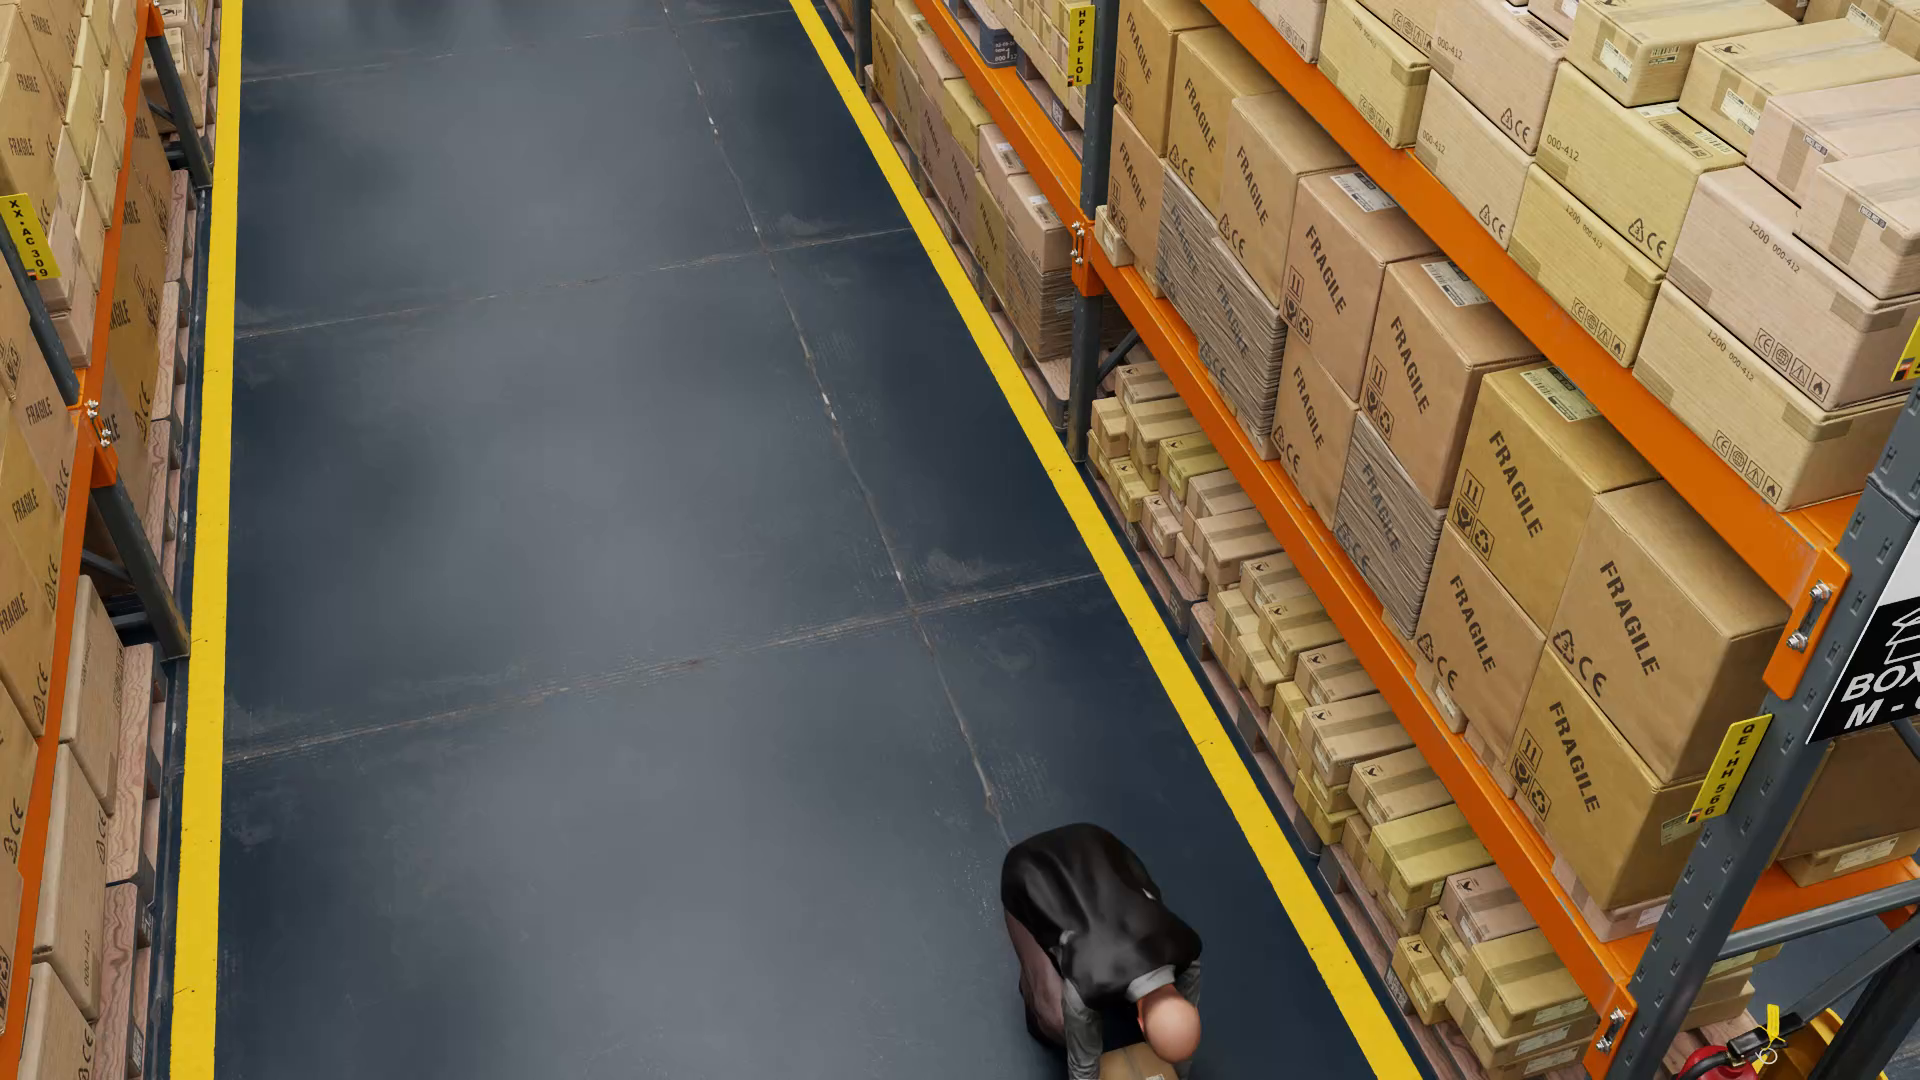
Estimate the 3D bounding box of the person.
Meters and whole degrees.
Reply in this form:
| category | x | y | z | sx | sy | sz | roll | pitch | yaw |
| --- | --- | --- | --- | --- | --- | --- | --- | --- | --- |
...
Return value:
| category | x | y | z | sx | sy | sz | roll | pitch | yaw |
| --- | --- | --- | --- | --- | --- | --- | --- | --- | --- |
| person | 0.471 | 1.362 | 5.309 | 0.520 | 0.881 | 0.949 | -14 | 44 | -15 |
